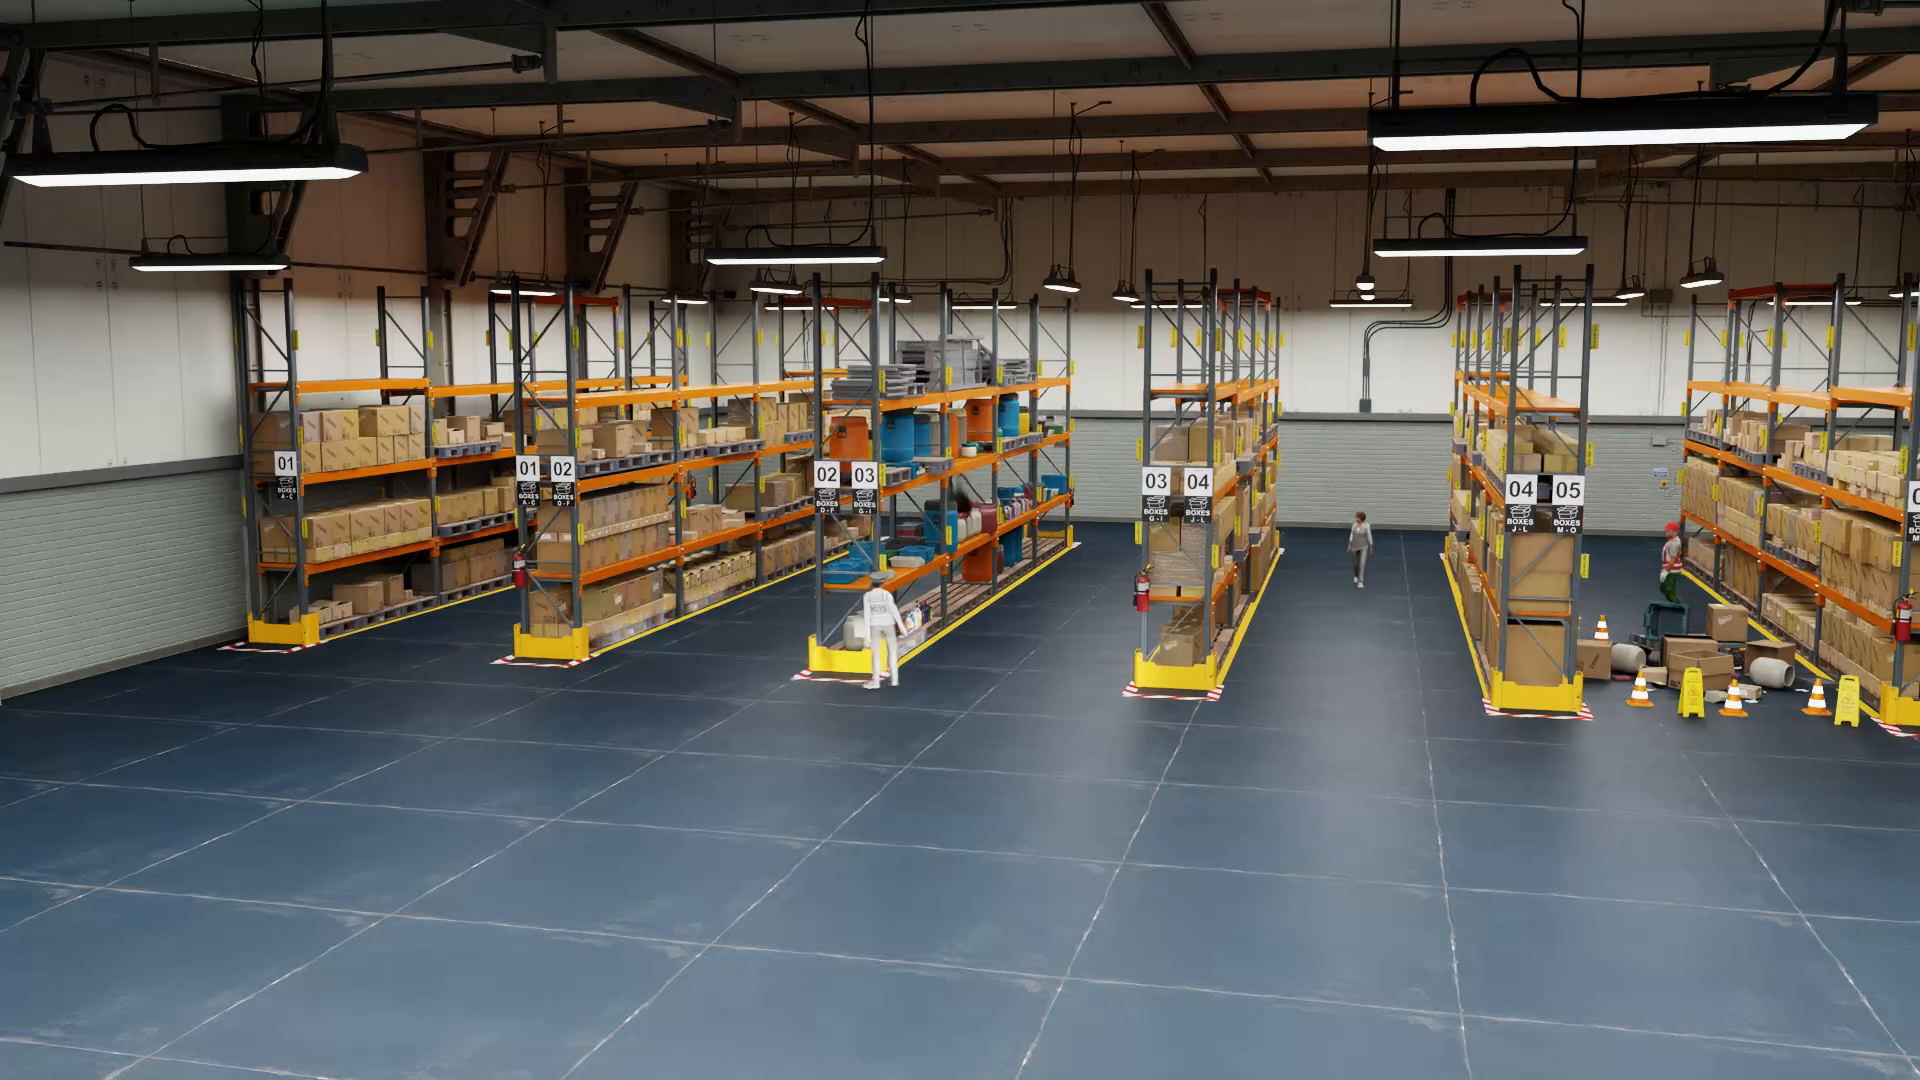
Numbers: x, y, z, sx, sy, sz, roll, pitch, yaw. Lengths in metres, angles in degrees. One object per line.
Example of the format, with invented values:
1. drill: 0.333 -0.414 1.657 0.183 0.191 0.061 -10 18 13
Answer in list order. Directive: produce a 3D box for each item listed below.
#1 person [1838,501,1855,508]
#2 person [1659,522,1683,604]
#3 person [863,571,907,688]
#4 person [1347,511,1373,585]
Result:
1. person: 19.892 -0.261 37.276 0.914 1.478 0.659 1 7 12
2. person: 12.600 0.569 29.504 0.482 1.785 0.469 -7 9 -43
3. person: -1.074 1.300 23.963 0.638 1.695 0.434 1 7 5
4. person: 8.168 0.149 33.899 0.505 1.508 0.768 2 7 18
